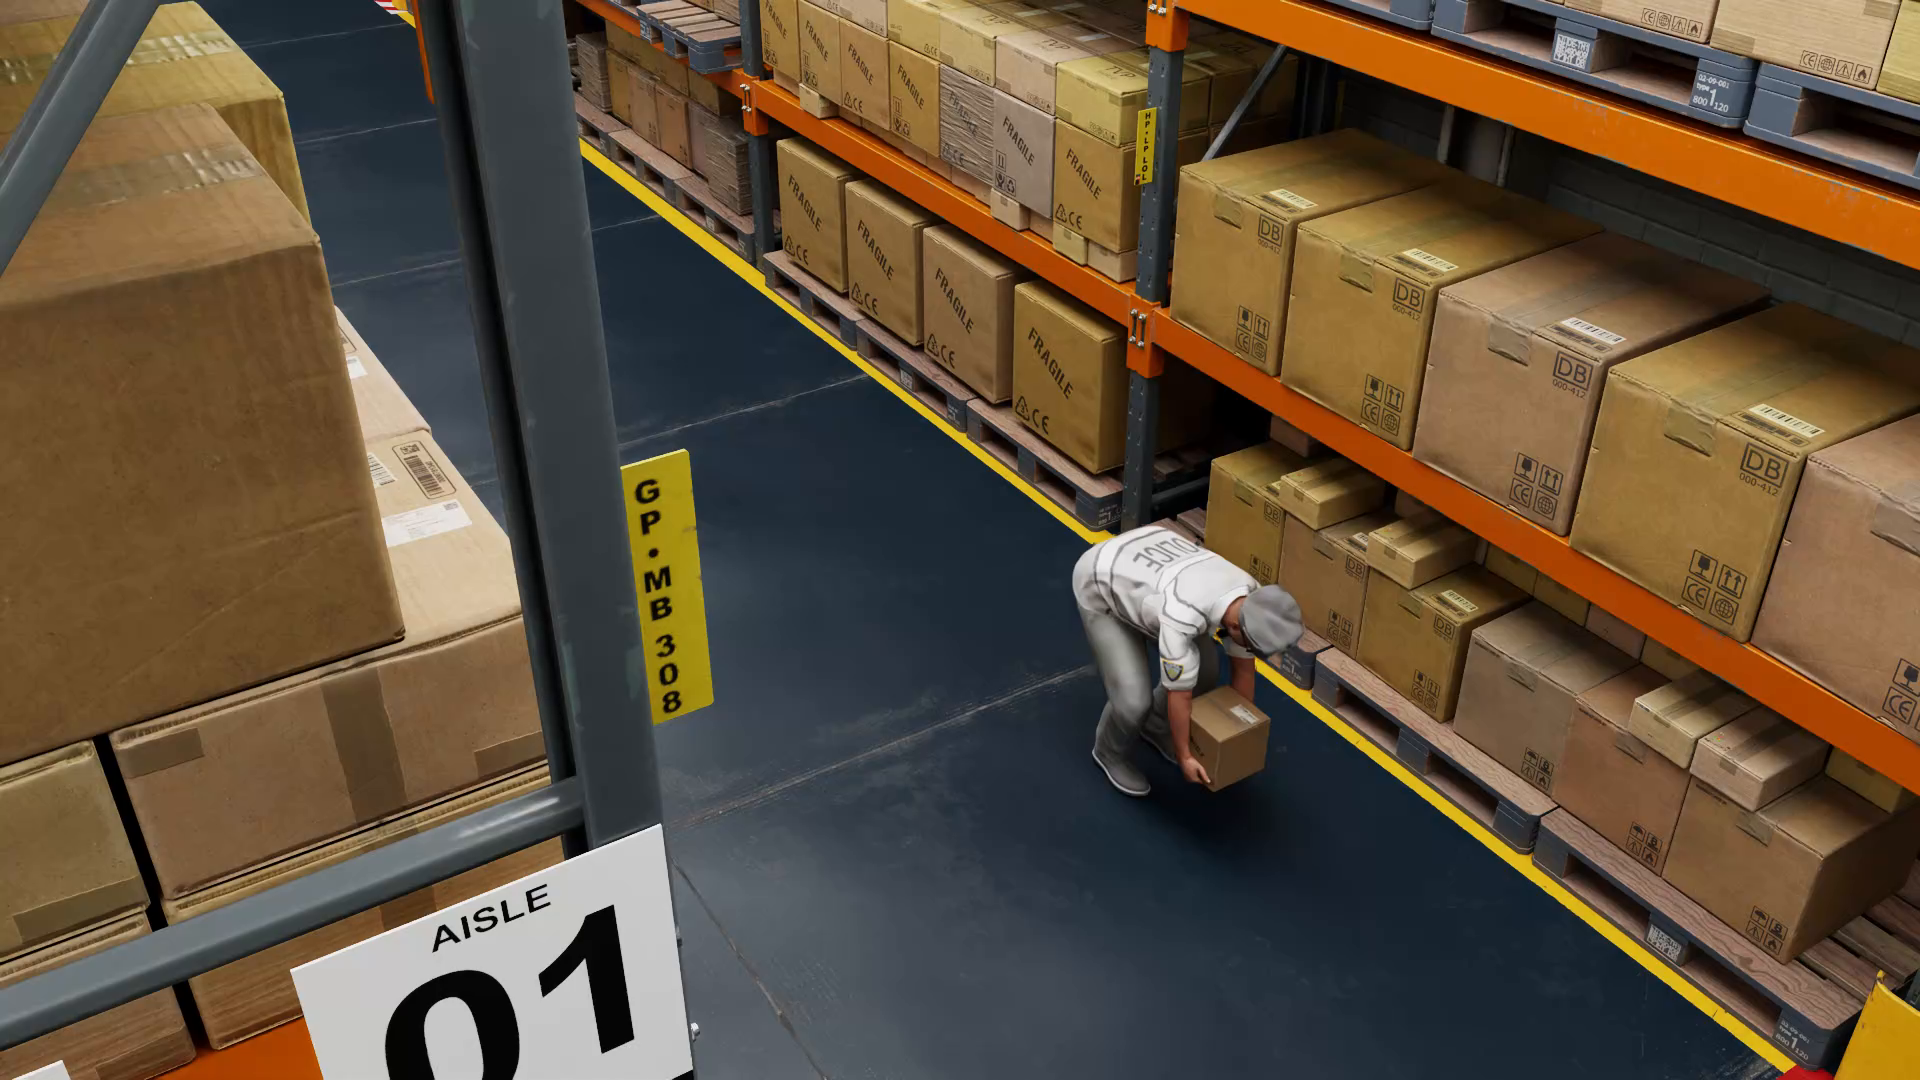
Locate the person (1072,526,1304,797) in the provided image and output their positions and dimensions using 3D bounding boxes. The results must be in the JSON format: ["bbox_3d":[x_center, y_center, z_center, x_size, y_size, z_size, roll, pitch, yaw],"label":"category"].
[{"bbox_3d":[0.854,0.505,6.400,0.519,1.151,1.030,-21,38,-29],"label":"person"}]
